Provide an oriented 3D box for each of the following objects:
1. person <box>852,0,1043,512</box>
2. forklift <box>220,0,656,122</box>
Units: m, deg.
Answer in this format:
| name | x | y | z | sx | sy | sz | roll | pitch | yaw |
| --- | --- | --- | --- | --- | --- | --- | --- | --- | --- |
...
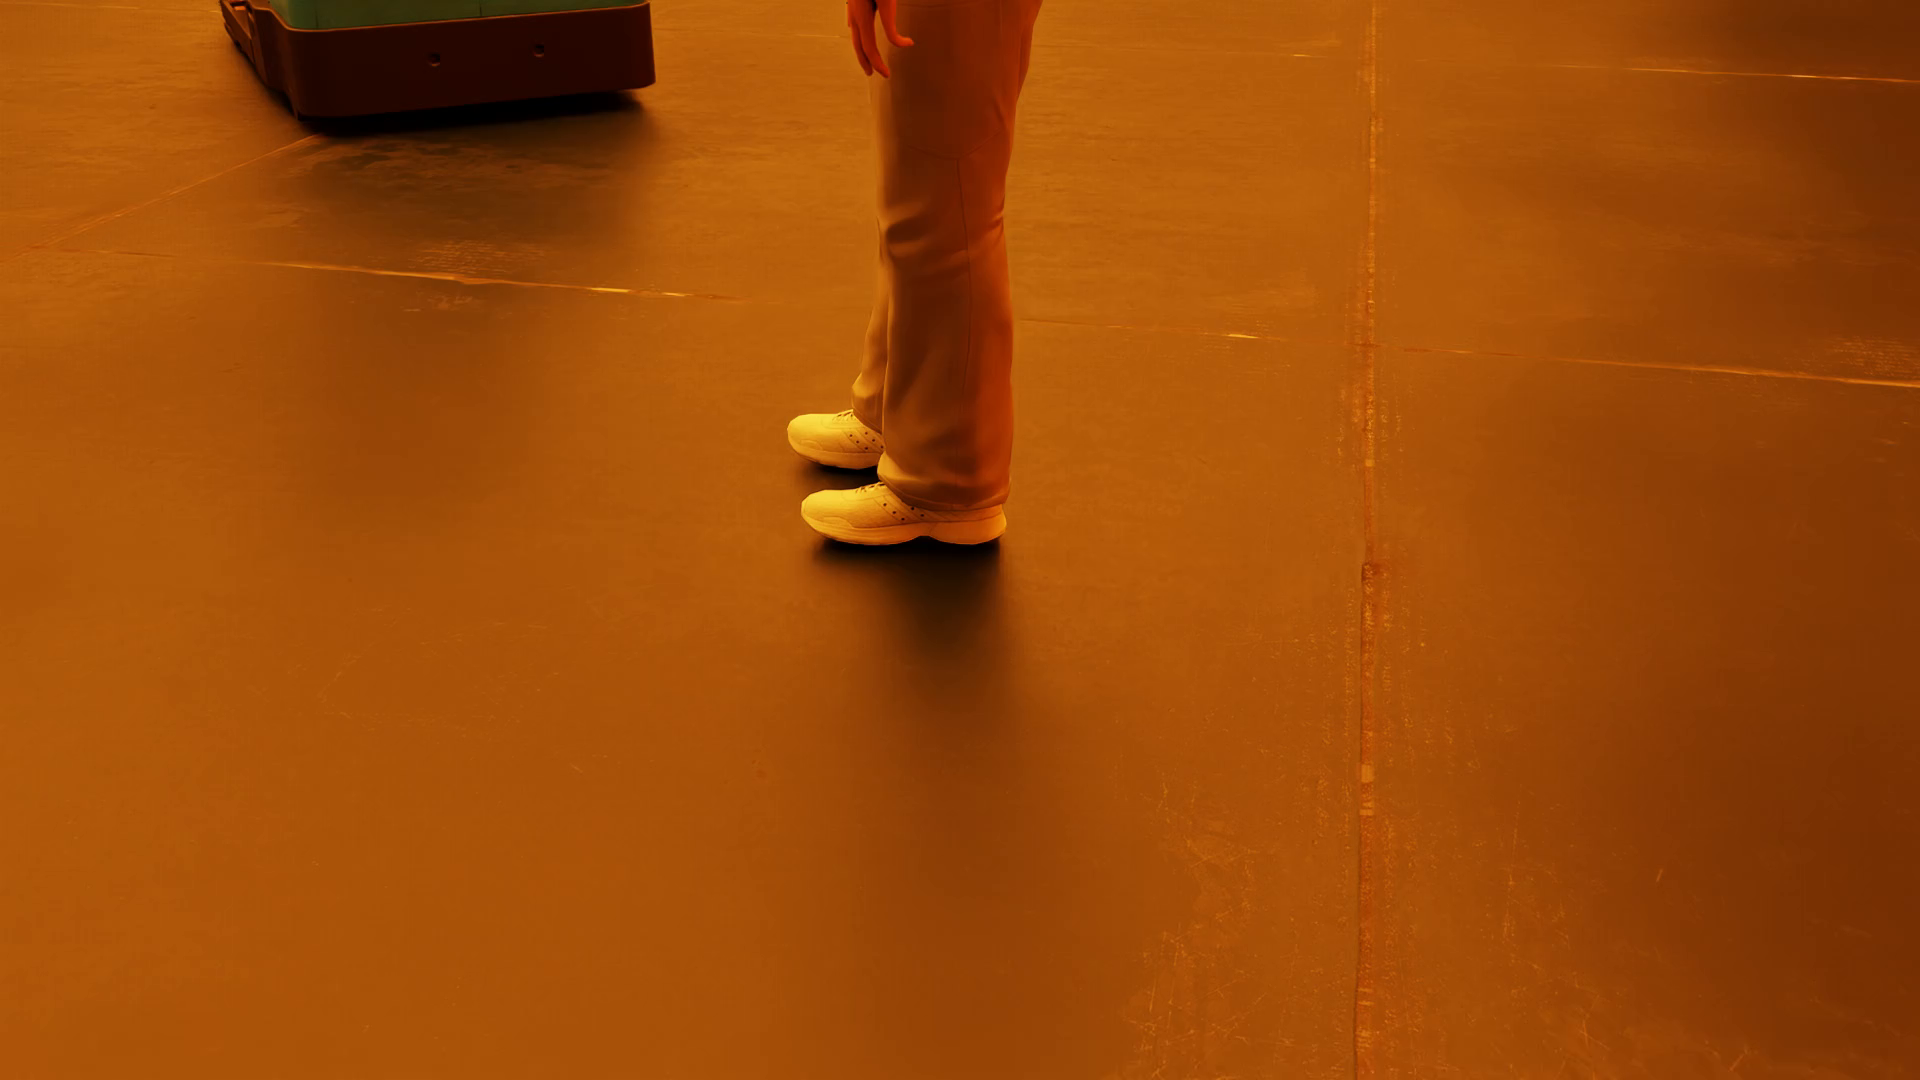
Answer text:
| name | x | y | z | sx | sy | sz | roll | pitch | yaw |
| --- | --- | --- | --- | --- | --- | --- | --- | --- | --- |
| person | -0.027 | -0.680 | 2.173 | 0.394 | 1.361 | 0.517 | 6 | 27 | 11 |
| forklift | -2.064 | -3.137 | 5.465 | 1.130 | 2.935 | 3.031 | -13 | 30 | -24 |
